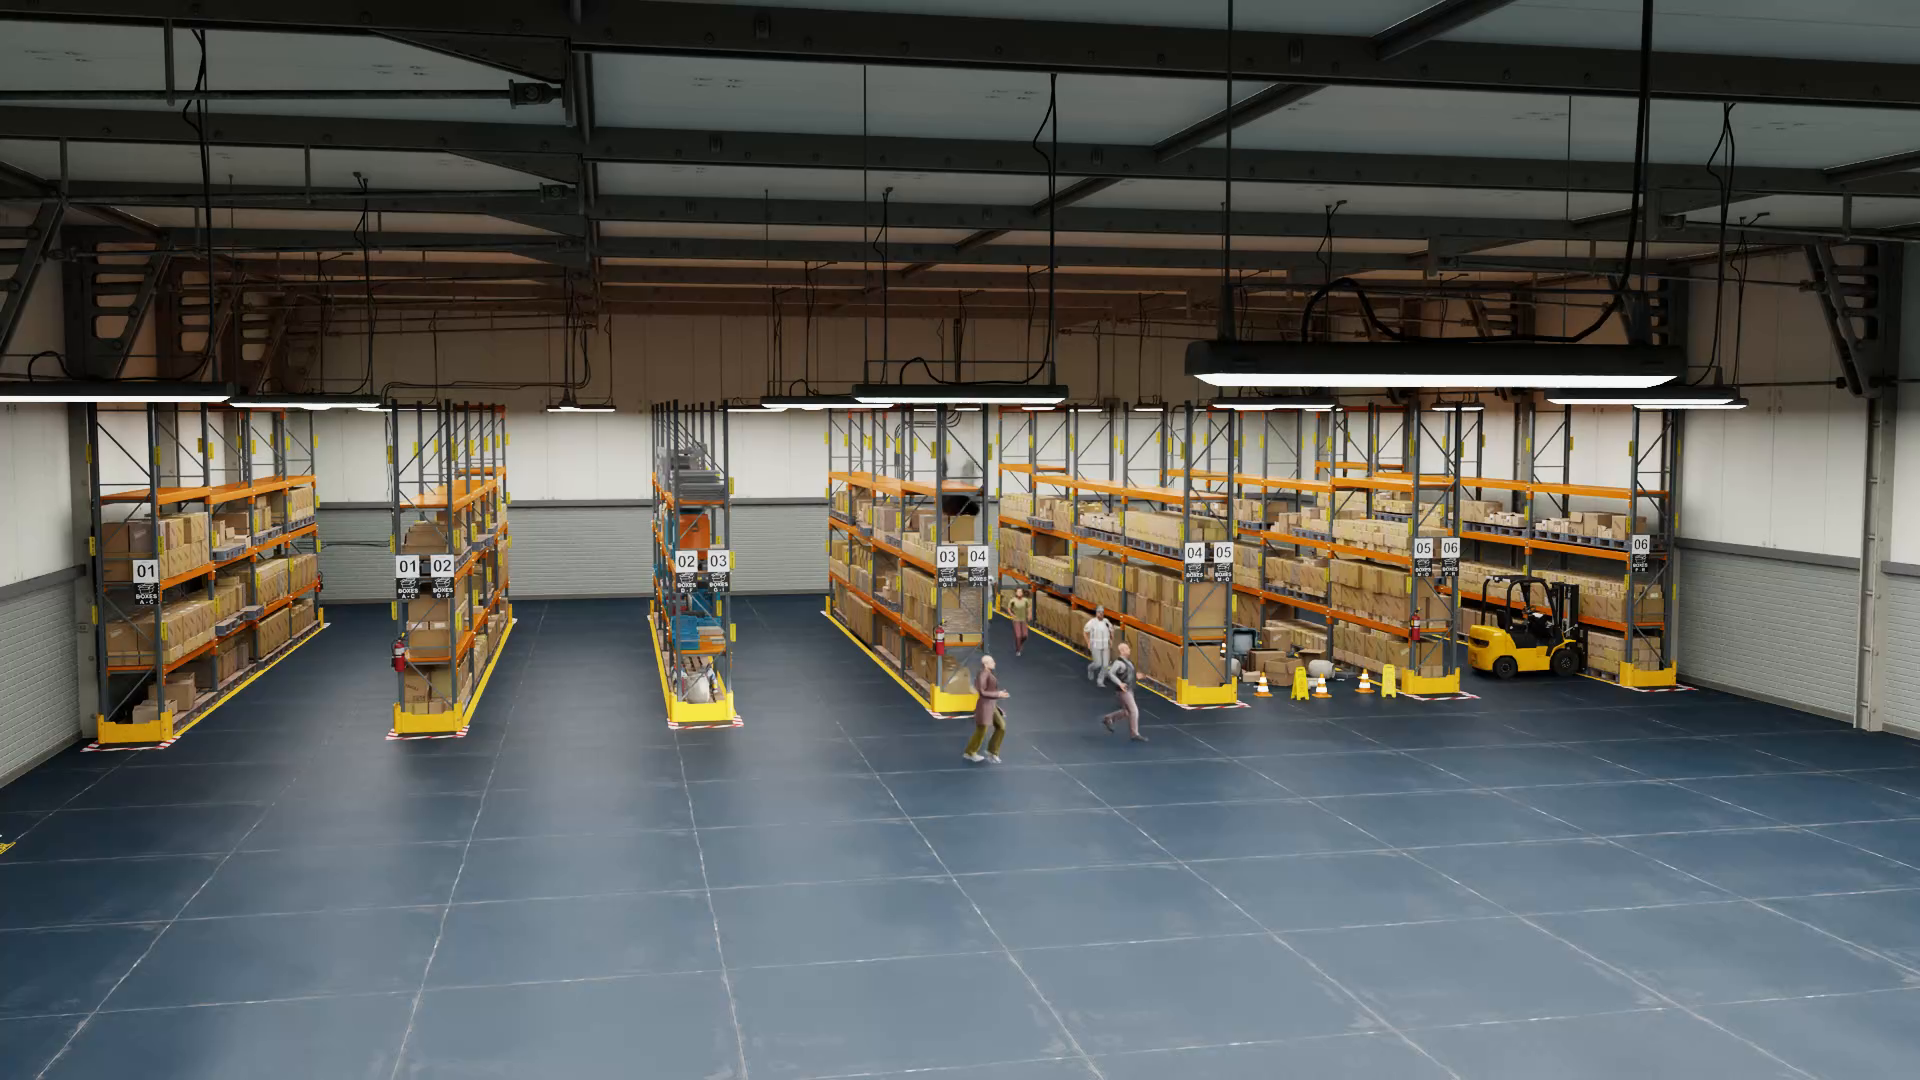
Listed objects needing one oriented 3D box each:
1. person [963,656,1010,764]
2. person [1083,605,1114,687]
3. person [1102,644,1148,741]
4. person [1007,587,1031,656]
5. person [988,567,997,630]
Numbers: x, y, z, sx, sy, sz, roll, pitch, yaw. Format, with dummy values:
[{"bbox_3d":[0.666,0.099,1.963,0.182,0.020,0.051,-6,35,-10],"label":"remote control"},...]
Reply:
[{"bbox_3d":[0.438,2.801,27.218,0.822,1.832,0.687,2,5,19],"label":"person"},{"bbox_3d":[2.944,2.230,34.960,0.678,1.730,0.591,-1,4,-15],"label":"person"},{"bbox_3d":[2.885,2.667,29.236,0.896,1.696,0.668,2,5,25],"label":"person"},{"bbox_3d":[1.417,1.934,39.618,0.610,1.620,0.569,-1,4,-14],"label":"person"},{"bbox_3d":[0.712,1.551,44.500,0.581,1.725,0.734,0,4,-4],"label":"person"}]
